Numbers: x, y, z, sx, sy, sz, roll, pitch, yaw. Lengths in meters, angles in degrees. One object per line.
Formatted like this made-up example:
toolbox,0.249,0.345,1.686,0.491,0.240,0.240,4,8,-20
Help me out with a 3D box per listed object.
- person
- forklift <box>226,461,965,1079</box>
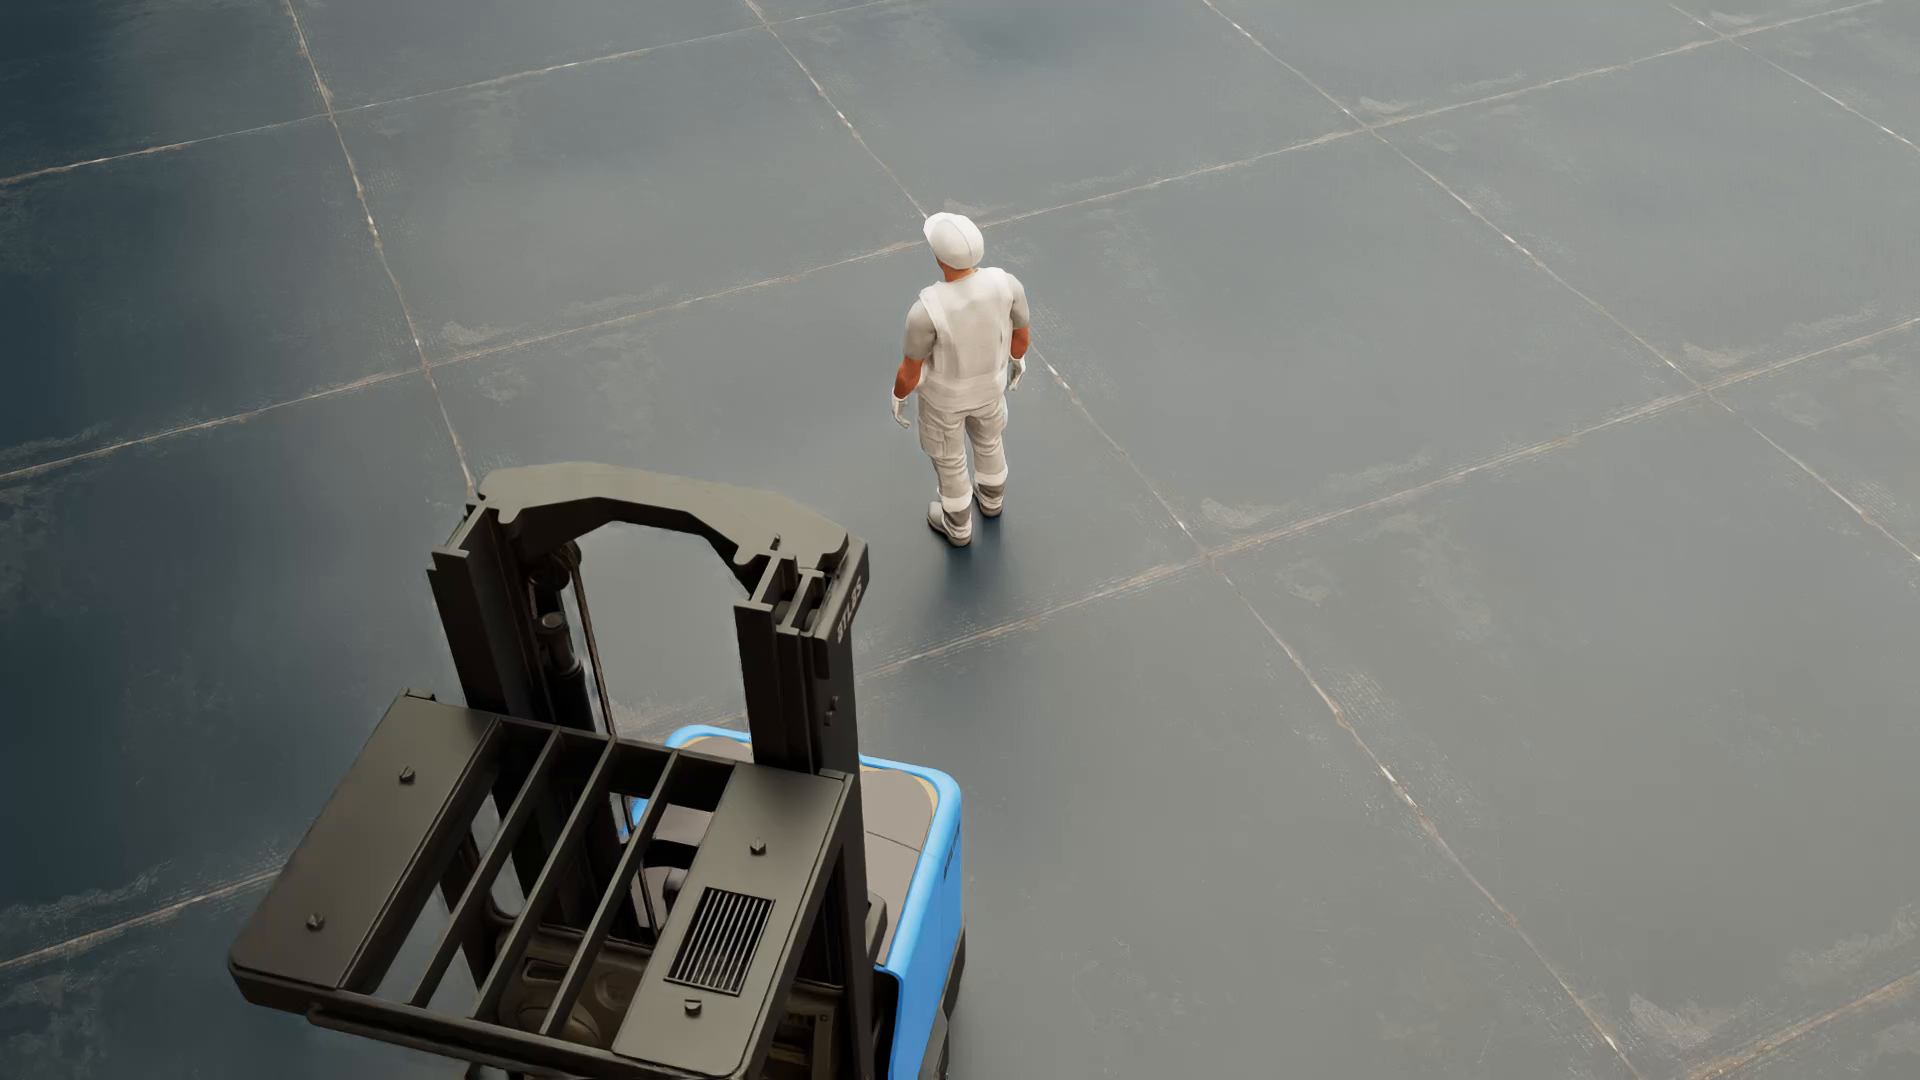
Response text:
person,-0.023,-0.713,7.270,0.637,1.790,0.562,-18,46,-18
forklift,-0.828,1.378,4.204,1.130,2.935,3.031,9,44,10
